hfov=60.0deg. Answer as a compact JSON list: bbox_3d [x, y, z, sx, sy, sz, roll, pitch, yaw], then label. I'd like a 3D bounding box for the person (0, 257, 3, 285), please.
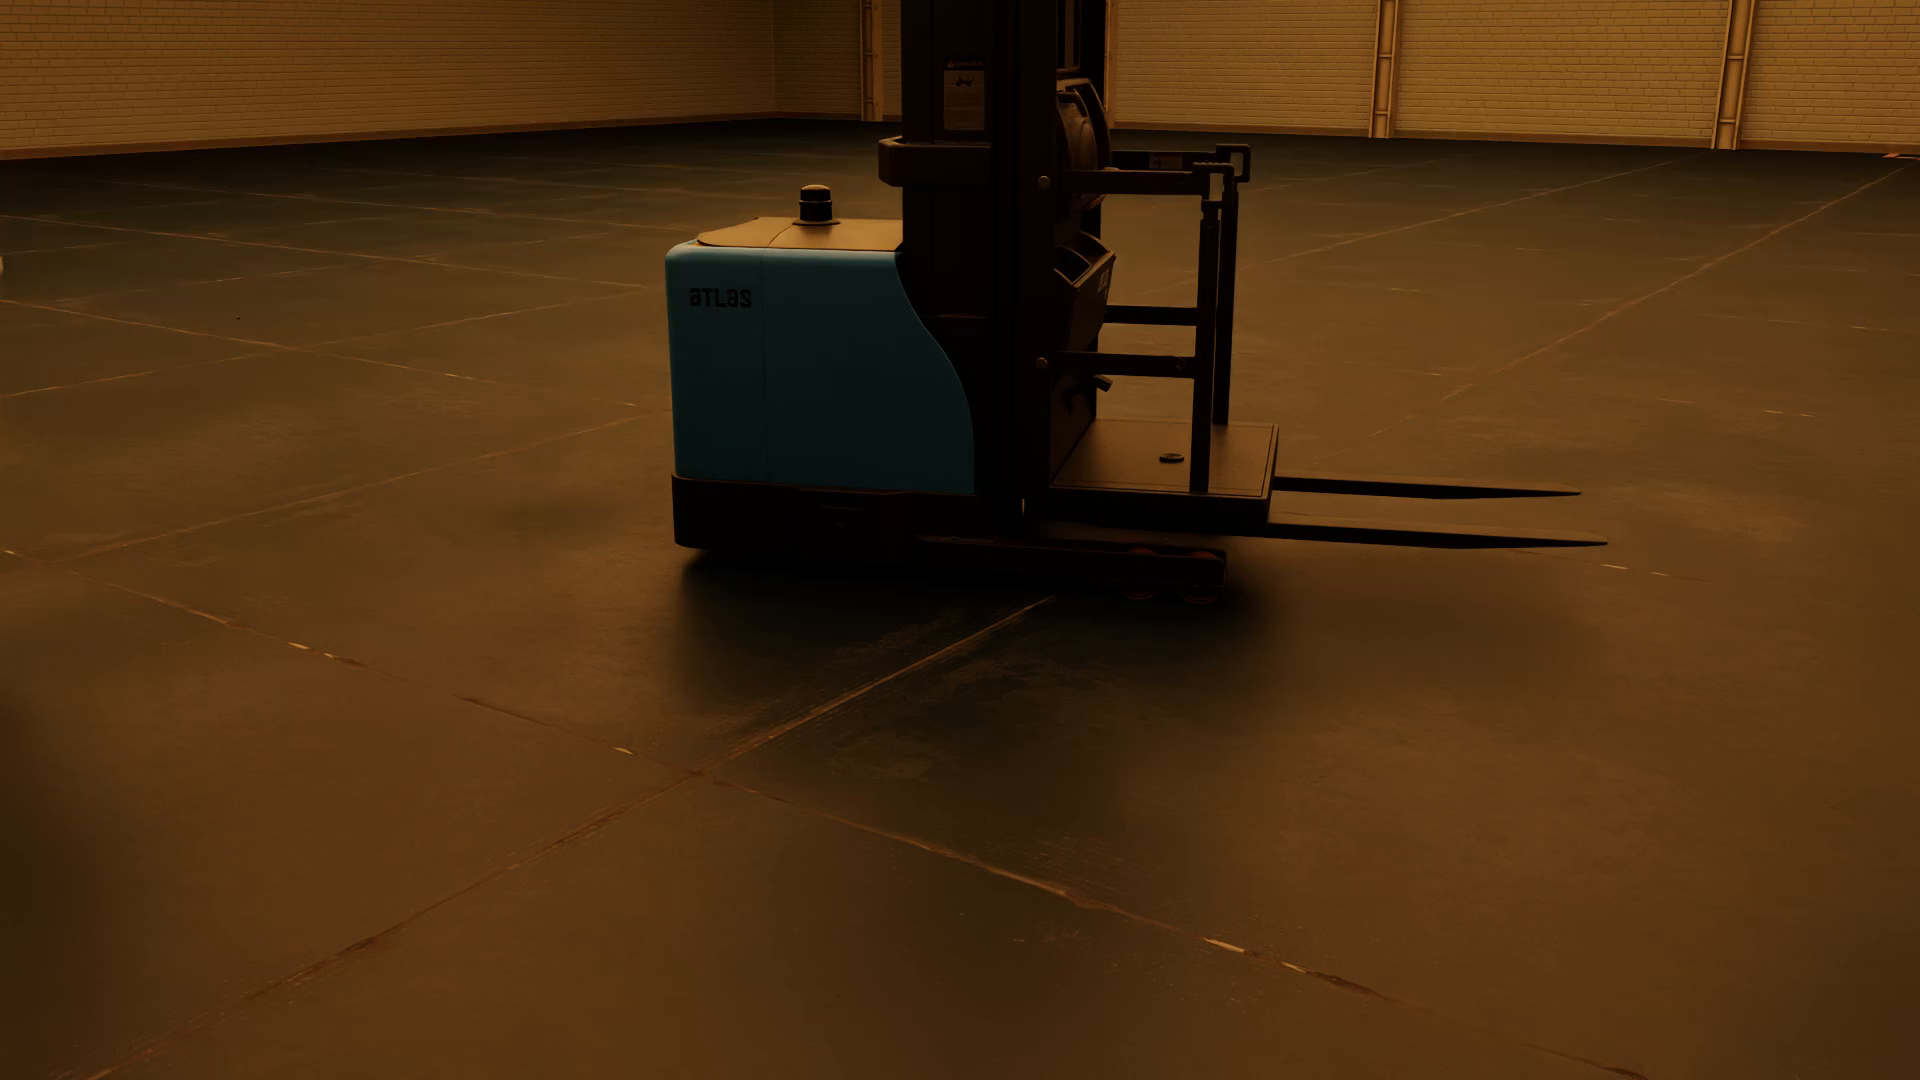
[{"bbox_3d":[-2.836,-0.379,4.244,0.745,1.727,0.522,-14,22,-40],"label":"person"}]

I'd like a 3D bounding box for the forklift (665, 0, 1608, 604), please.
[{"bbox_3d":[0.595,-1.367,5.404,3.031,2.935,1.130,4,17,12],"label":"forklift"}]
